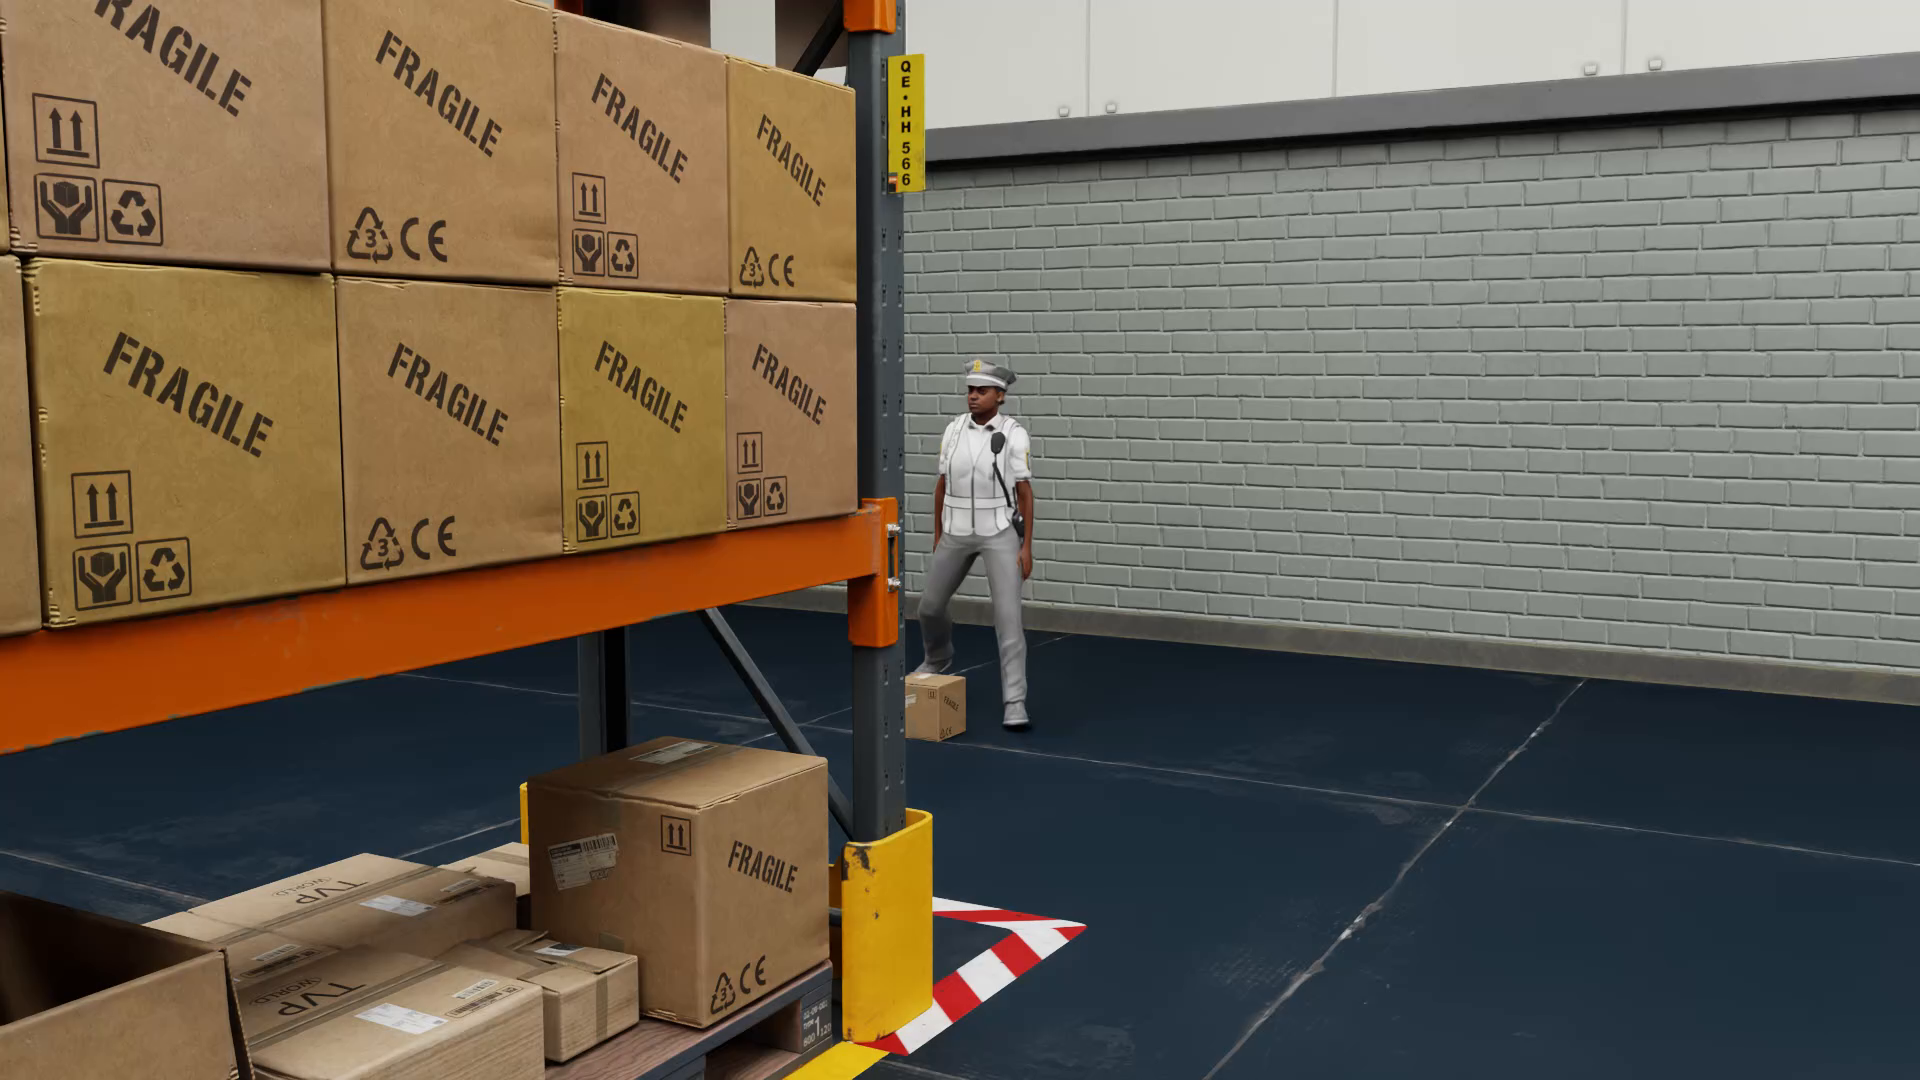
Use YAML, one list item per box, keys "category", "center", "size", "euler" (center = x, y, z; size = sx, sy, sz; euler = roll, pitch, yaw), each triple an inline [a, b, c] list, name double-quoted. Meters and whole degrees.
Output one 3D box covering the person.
- category: "person"
  center: [0.043, -0.019, 7.875]
  size: [0.763, 1.671, 0.724]
  euler: [2, 6, 19]
